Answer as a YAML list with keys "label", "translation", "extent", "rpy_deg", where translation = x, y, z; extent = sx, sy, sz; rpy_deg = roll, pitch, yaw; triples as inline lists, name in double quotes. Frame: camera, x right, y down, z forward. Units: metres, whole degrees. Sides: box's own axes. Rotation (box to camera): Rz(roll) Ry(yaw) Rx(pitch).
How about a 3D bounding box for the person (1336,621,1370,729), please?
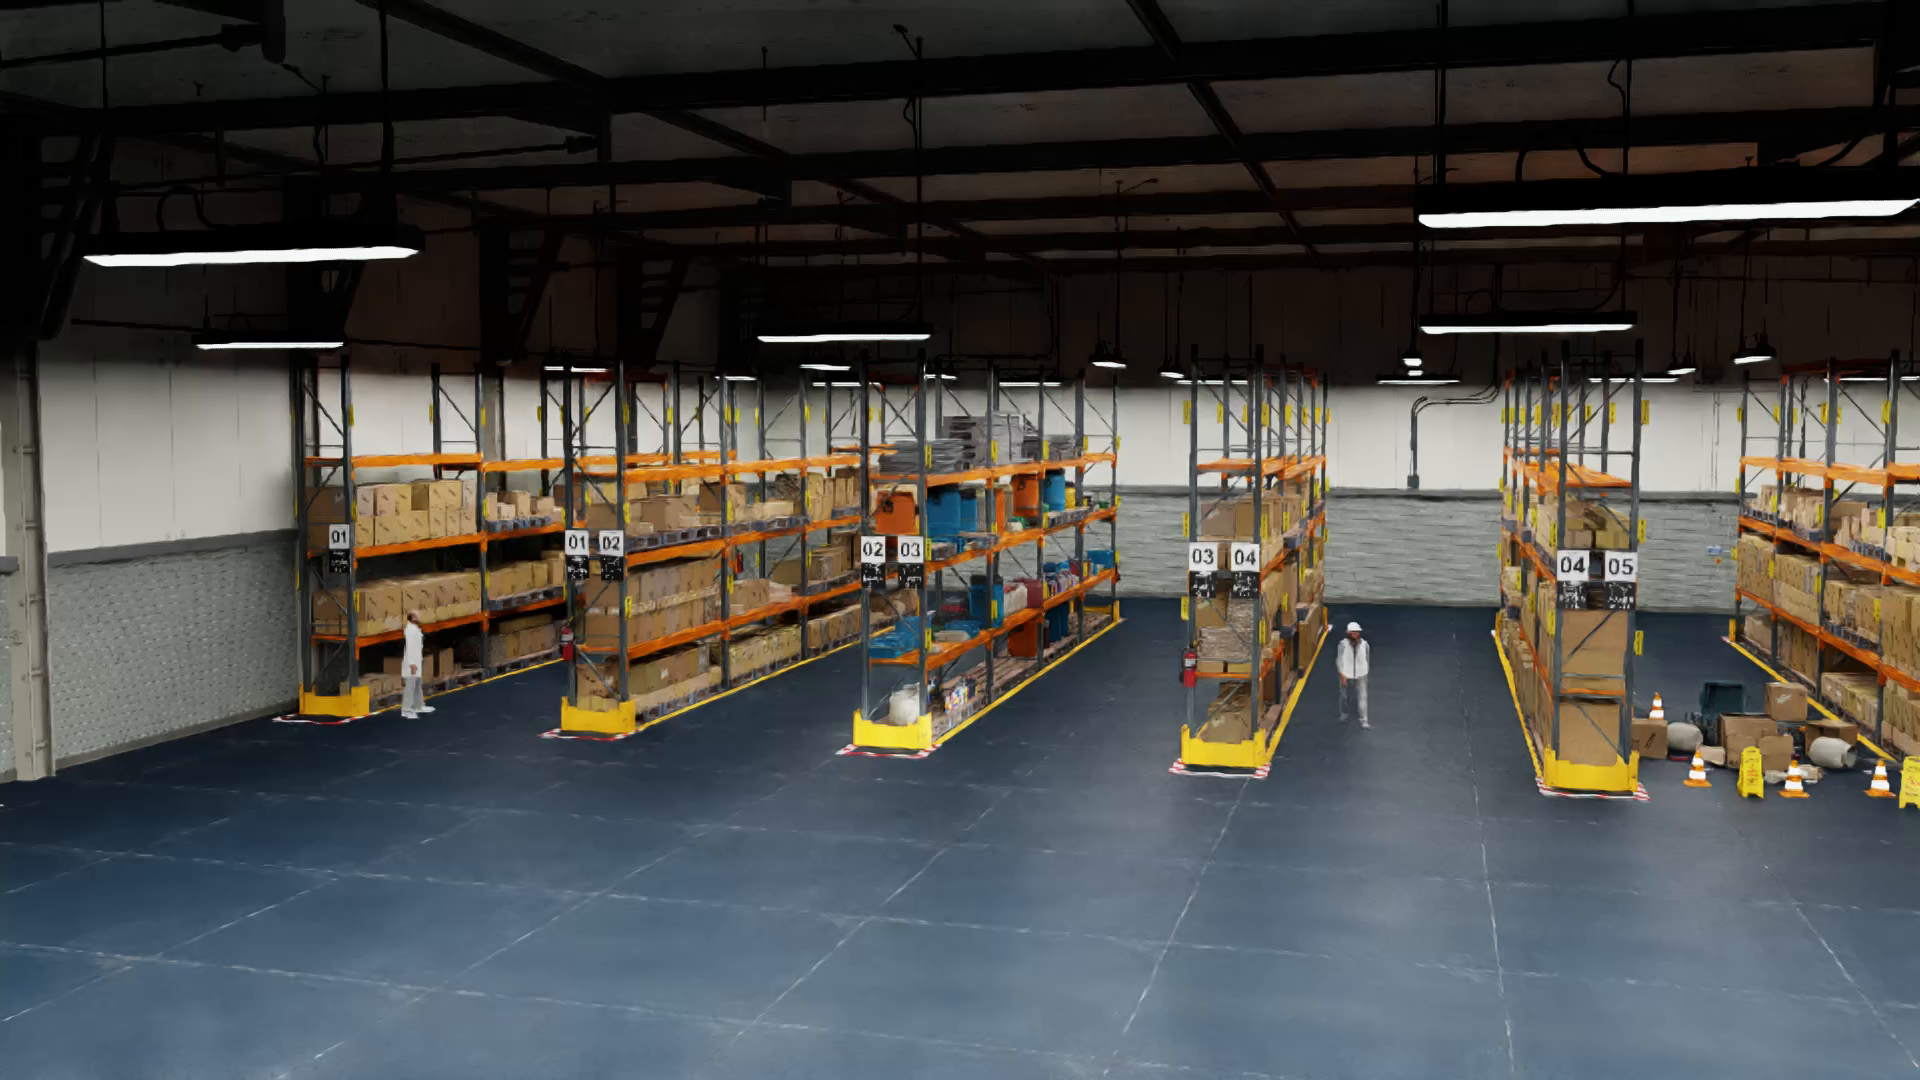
- label: "person"
  translation: [6.304, 2.141, 26.670]
  extent: [0.564, 1.699, 1.078]
  rpy_deg: [0, 4, 6]

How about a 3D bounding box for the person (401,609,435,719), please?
- label: "person"
  translation: [-9.004, 2.029, 27.558]
  extent: [0.522, 1.787, 0.654]
  rpy_deg: [-1, 4, -11]

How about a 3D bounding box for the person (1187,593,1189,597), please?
- label: "person"
  translation: [6.250, 0.870, 44.102]
  extent: [0.522, 1.664, 0.540]
  rpy_deg: [-2, 5, -20]
